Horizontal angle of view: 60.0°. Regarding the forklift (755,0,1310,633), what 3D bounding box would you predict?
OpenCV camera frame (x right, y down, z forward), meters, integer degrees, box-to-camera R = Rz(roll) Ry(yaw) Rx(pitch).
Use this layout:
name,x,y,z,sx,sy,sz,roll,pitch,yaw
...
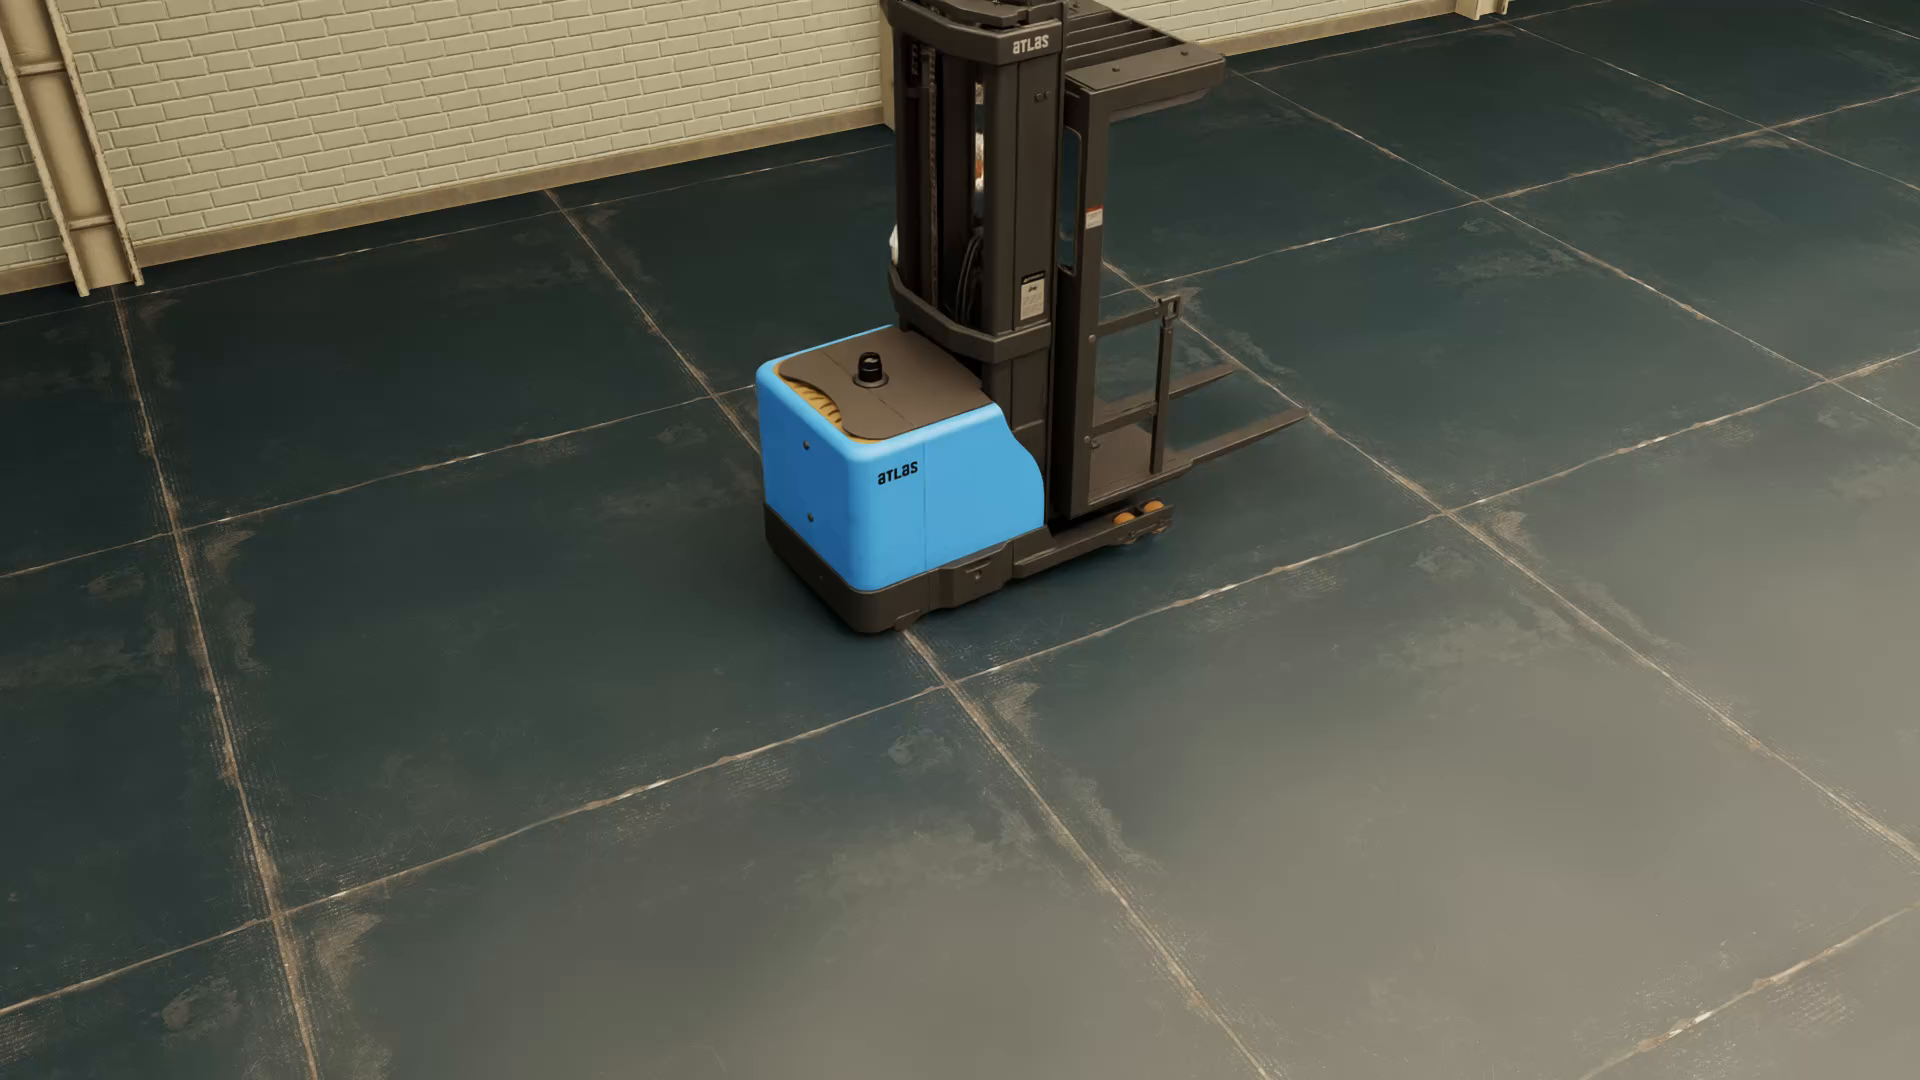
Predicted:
name,x,y,z,sx,sy,sz,roll,pitch,yaw
forklift,0.509,-1.404,8.109,3.031,2.935,1.130,-21,40,-27

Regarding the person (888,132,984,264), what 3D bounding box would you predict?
name,x,y,z,sx,sy,sz,roll,pitch,yaw
person,0.017,-1.673,9.817,0.875,1.441,0.900,-2,35,-3
